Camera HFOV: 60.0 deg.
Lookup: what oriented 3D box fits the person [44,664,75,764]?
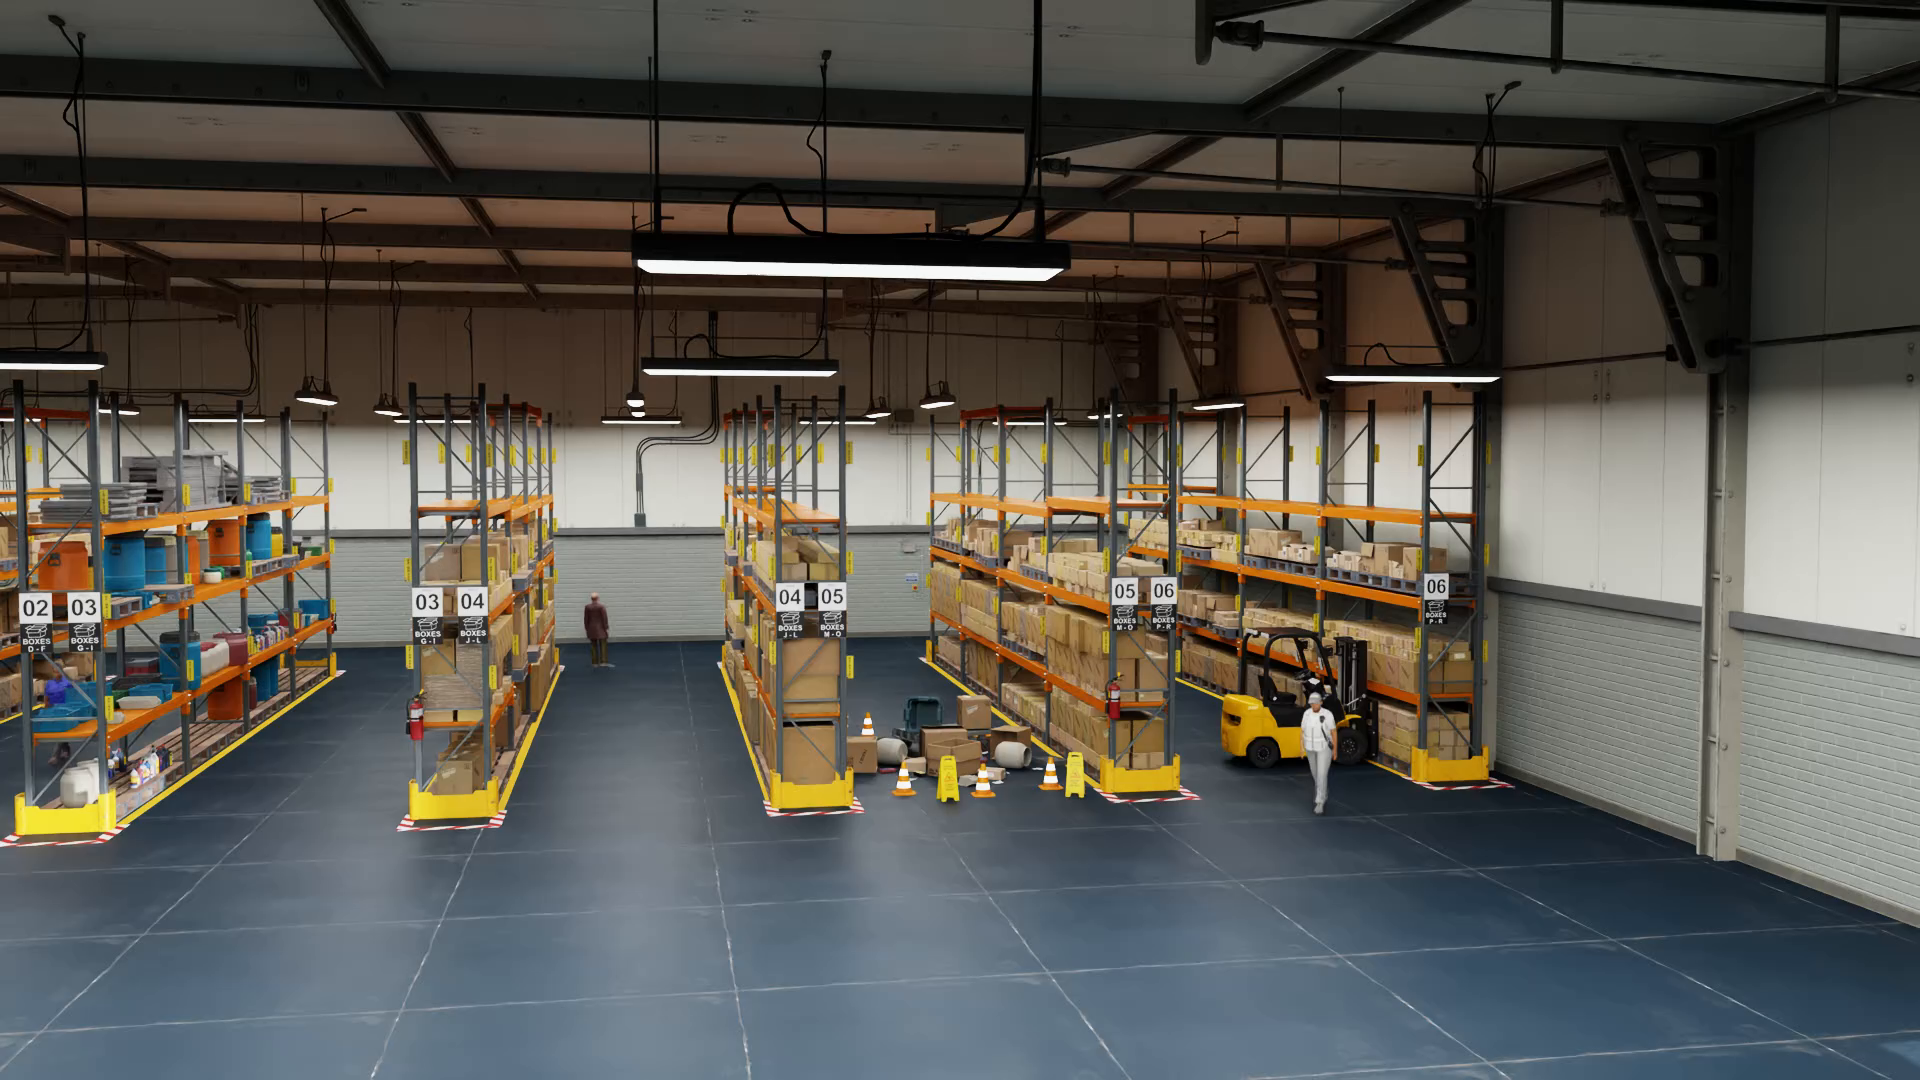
[{"bbox_3d":[-14.720,2.815,27.133,0.444,1.589,0.993,0,3,-6],"label":"person"}]

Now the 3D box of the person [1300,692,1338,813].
[{"bbox_3d":[5.073,2.971,23.581,0.537,1.622,0.871,2,4,39],"label":"person"}]

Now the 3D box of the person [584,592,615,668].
[{"bbox_3d":[-8.548,2.131,39.329,0.717,1.789,0.385,0,3,9],"label":"person"}]
